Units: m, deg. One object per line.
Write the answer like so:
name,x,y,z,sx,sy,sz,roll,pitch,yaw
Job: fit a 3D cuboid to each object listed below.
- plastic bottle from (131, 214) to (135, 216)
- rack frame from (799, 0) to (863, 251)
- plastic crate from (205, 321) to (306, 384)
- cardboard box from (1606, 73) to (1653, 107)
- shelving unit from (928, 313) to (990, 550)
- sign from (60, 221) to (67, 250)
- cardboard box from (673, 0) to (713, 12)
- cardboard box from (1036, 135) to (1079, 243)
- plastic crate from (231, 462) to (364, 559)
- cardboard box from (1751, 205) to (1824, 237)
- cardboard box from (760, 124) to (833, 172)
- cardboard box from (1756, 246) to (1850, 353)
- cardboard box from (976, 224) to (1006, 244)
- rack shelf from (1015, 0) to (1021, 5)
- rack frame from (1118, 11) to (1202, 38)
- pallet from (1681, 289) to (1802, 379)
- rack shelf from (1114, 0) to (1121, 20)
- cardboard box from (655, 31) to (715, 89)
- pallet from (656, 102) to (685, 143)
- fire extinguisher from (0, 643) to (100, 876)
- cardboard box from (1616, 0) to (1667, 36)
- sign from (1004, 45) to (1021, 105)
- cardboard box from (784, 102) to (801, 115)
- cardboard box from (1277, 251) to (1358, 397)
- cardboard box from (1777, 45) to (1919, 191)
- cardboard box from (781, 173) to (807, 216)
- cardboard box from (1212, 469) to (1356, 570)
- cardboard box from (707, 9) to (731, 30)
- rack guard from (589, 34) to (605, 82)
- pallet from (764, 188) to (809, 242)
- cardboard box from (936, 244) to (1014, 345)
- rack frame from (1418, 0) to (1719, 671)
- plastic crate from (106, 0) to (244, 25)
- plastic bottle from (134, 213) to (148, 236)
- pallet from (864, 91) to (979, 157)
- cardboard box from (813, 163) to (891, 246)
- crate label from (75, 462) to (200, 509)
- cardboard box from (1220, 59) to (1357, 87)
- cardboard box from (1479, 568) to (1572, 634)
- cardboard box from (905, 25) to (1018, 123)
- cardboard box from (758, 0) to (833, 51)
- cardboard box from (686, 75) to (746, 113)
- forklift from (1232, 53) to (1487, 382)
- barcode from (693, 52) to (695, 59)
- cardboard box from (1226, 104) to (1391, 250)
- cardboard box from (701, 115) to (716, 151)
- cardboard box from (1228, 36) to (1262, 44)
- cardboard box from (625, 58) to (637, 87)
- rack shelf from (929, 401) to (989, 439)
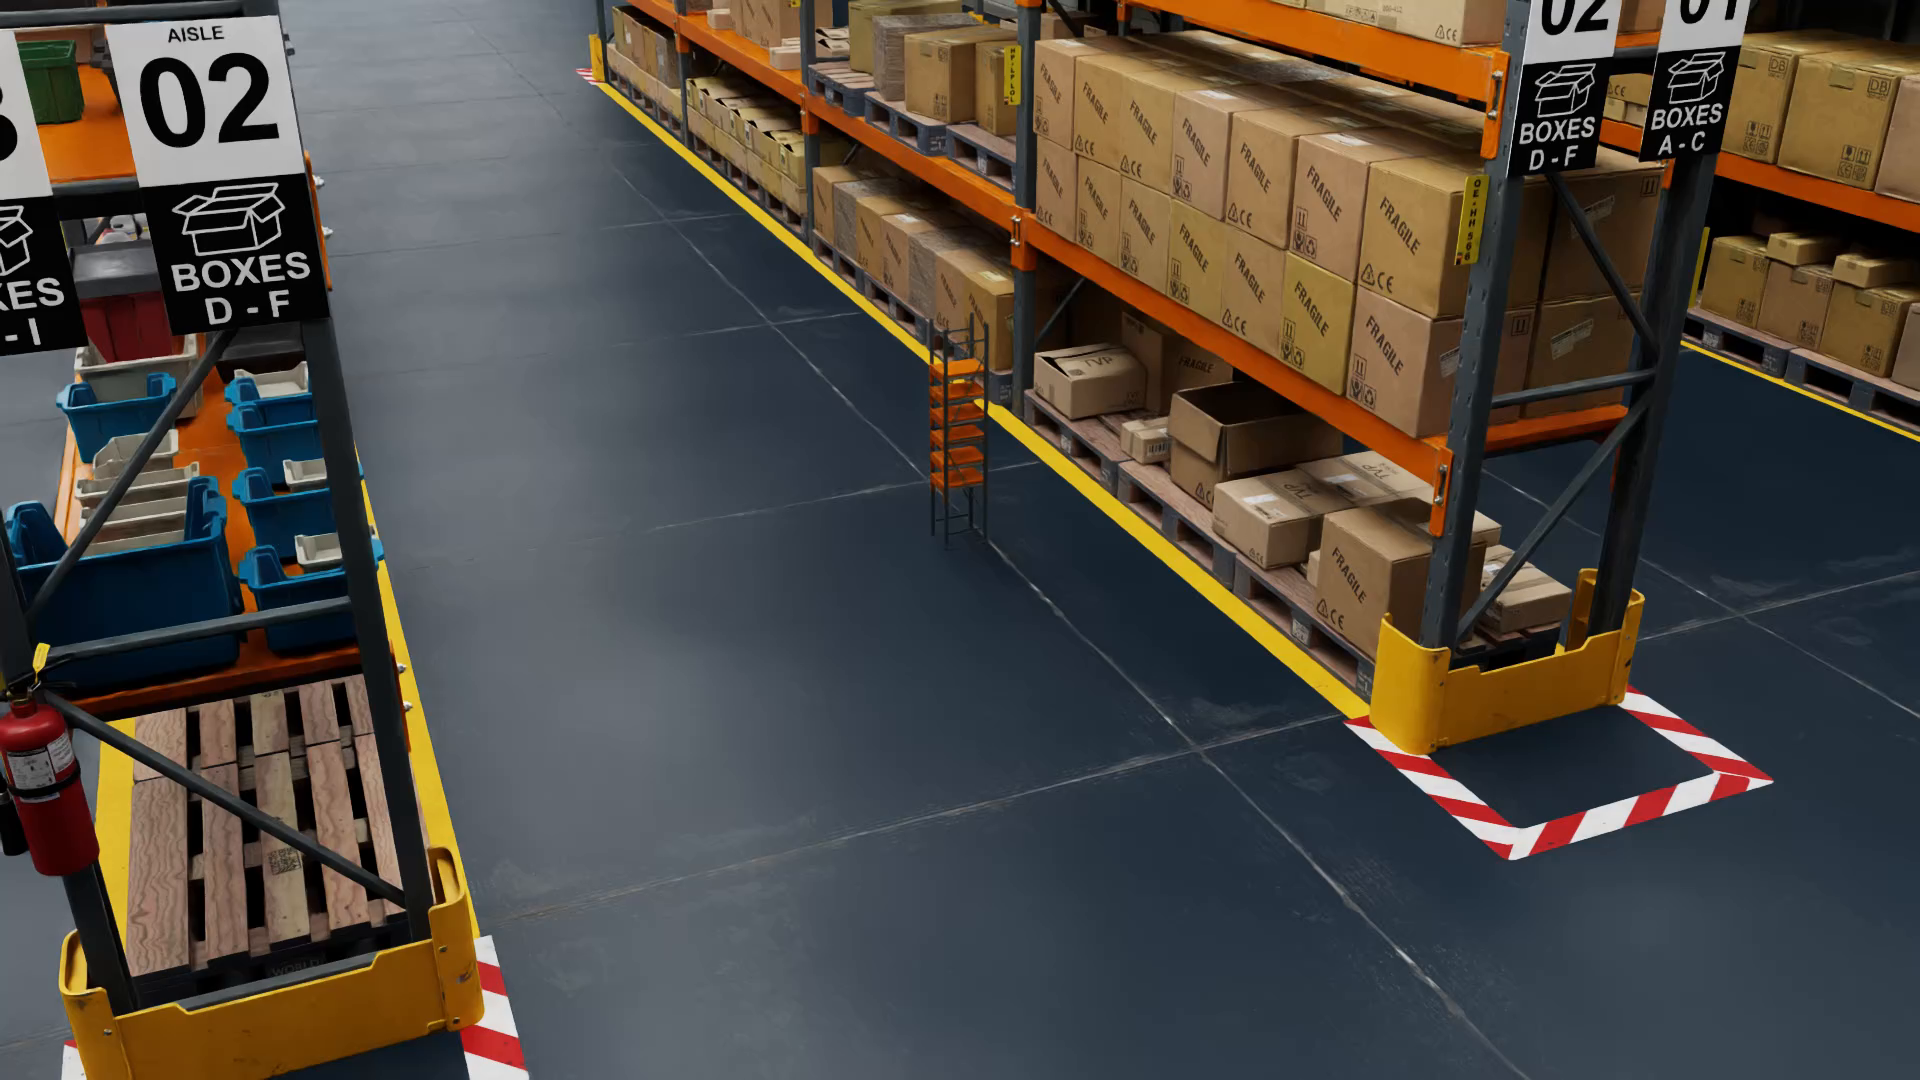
plastic bottle,-4.486,-1.715,8.899,0.144,0.351,0.185,-11,28,-21
rack frame,-0.760,-3.812,13.138,1.000,3.000,0.127,-11,28,-21
plastic crate,-3.068,-0.845,7.307,0.437,0.125,0.590,-11,28,-21
cardboard box,4.950,-3.380,11.778,0.500,0.500,0.500,-11,28,-21
shelving unit,-0.006,-0.545,8.499,0.258,1.200,0.189,-11,28,-21
sign,-4.260,-1.378,7.838,0.100,0.325,0.005,-11,28,-21
cardboard box,-2.506,-5.649,16.788,0.700,0.500,0.500,-11,28,-22
cardboard box,0.755,-1.989,9.291,0.500,0.500,0.500,-10,28,-19
plastic crate,-2.238,-0.106,5.671,0.416,0.233,0.300,-11,28,-21
cardboard box,5.687,-2.180,11.426,0.380,0.149,0.250,-11,28,-21
cardboard box,-1.402,-3.395,14.300,0.500,0.311,0.500,-11,28,-21
cardboard box,5.755,-1.592,10.962,0.700,0.500,0.500,-11,28,-21
cardboard box,0.433,-1.925,11.621,0.500,0.500,0.500,-10,28,-20
rack shelf,0.023,-4.029,10.984,1.077,0.370,4.000,-11,28,-21
rack frame,2.230,-6.279,18.192,1.000,3.000,0.127,-11,28,-21
pallet,5.589,-1.476,11.533,1.003,0.211,1.213,-11,28,-21
rack shelf,1.447,-6.763,20.003,1.077,0.370,4.000,-11,28,-21
cardboard box,-2.895,-5.070,17.516,0.500,0.500,0.500,-11,28,-21
pallet,-2.600,-4.502,17.729,1.003,0.211,1.213,-11,28,-21
fire extinguisher,-2.546,0.609,4.597,0.296,0.674,0.183,-11,28,-21
cardboard box,2.405,-2.114,6.412,0.500,0.250,0.500,-11,28,-21
sign,0.297,-2.620,9.378,0.100,0.325,0.005,-11,28,-21
cardboard box,-1.308,-3.903,15.341,0.500,0.311,0.500,-11,28,-21
cardboard box,1.740,-0.970,7.204,0.500,0.500,0.500,-10,28,-20
cardboard box,5.841,-2.667,10.451,0.980,0.700,0.700,-11,28,-22
cardboard box,-1.191,-2.935,13.998,0.500,0.250,0.500,-10,28,-19
cardboard box,1.589,-0.110,8.189,0.500,0.250,0.500,-11,28,-21
cardboard box,-2.168,-4.921,15.696,0.380,0.149,0.250,-11,28,-21
rack guard,-3.903,-5.928,20.321,1.175,0.500,0.348,-11,28,-21
pallet,-1.047,-2.898,14.444,1.003,0.211,1.213,-11,28,-21
cardboard box,0.163,-1.622,11.001,0.500,0.500,0.500,-10,28,-20
rack frame,2.373,-0.582,6.523,1.000,3.000,0.127,-11,28,-21
plastic crate,-2.532,-1.717,5.499,0.504,0.338,0.767,-11,28,-21
plastic bottle,-4.281,-1.665,8.797,0.144,0.351,0.185,-11,28,-21
pallet,0.006,-2.941,11.574,1.003,0.211,1.213,-11,28,-21
cardboard box,-0.845,-2.653,13.113,0.500,0.500,0.500,-9,28,-18
crate label,-2.904,-0.167,5.905,0.396,0.136,0.243,-11,28,-21
cardboard box,1.643,-2.122,8.423,0.500,0.500,0.500,-10,28,-20
cardboard box,2.525,0.273,7.519,0.380,0.149,0.250,-11,28,-21
cardboard box,0.057,-3.133,11.156,0.700,0.500,0.500,-19,32,-33
cardboard box,-1.432,-4.531,14.498,0.500,0.500,0.500,-12,29,-23
cardboard box,-2.394,-4.422,16.404,0.500,0.311,0.500,-10,28,-20
forklift,2.998,-2.648,10.832,1.130,2.935,3.031,23,34,39
barcode,-2.610,-4.758,16.329,0.001,0.075,0.075,-11,28,-21
cardboard box,1.539,-1.621,7.398,0.500,0.500,0.500,-10,28,-19
cardboard box,-2.198,-3.968,16.113,0.500,0.250,0.500,-10,28,-19
cardboard box,2.916,-5.010,17.085,0.500,0.250,0.500,-11,28,-22
cardboard box,-3.493,-5.337,18.916,0.500,0.250,0.500,-11,28,-21
rack shelf,-0.006,-0.613,8.466,0.258,0.103,0.180,-11,28,-21
